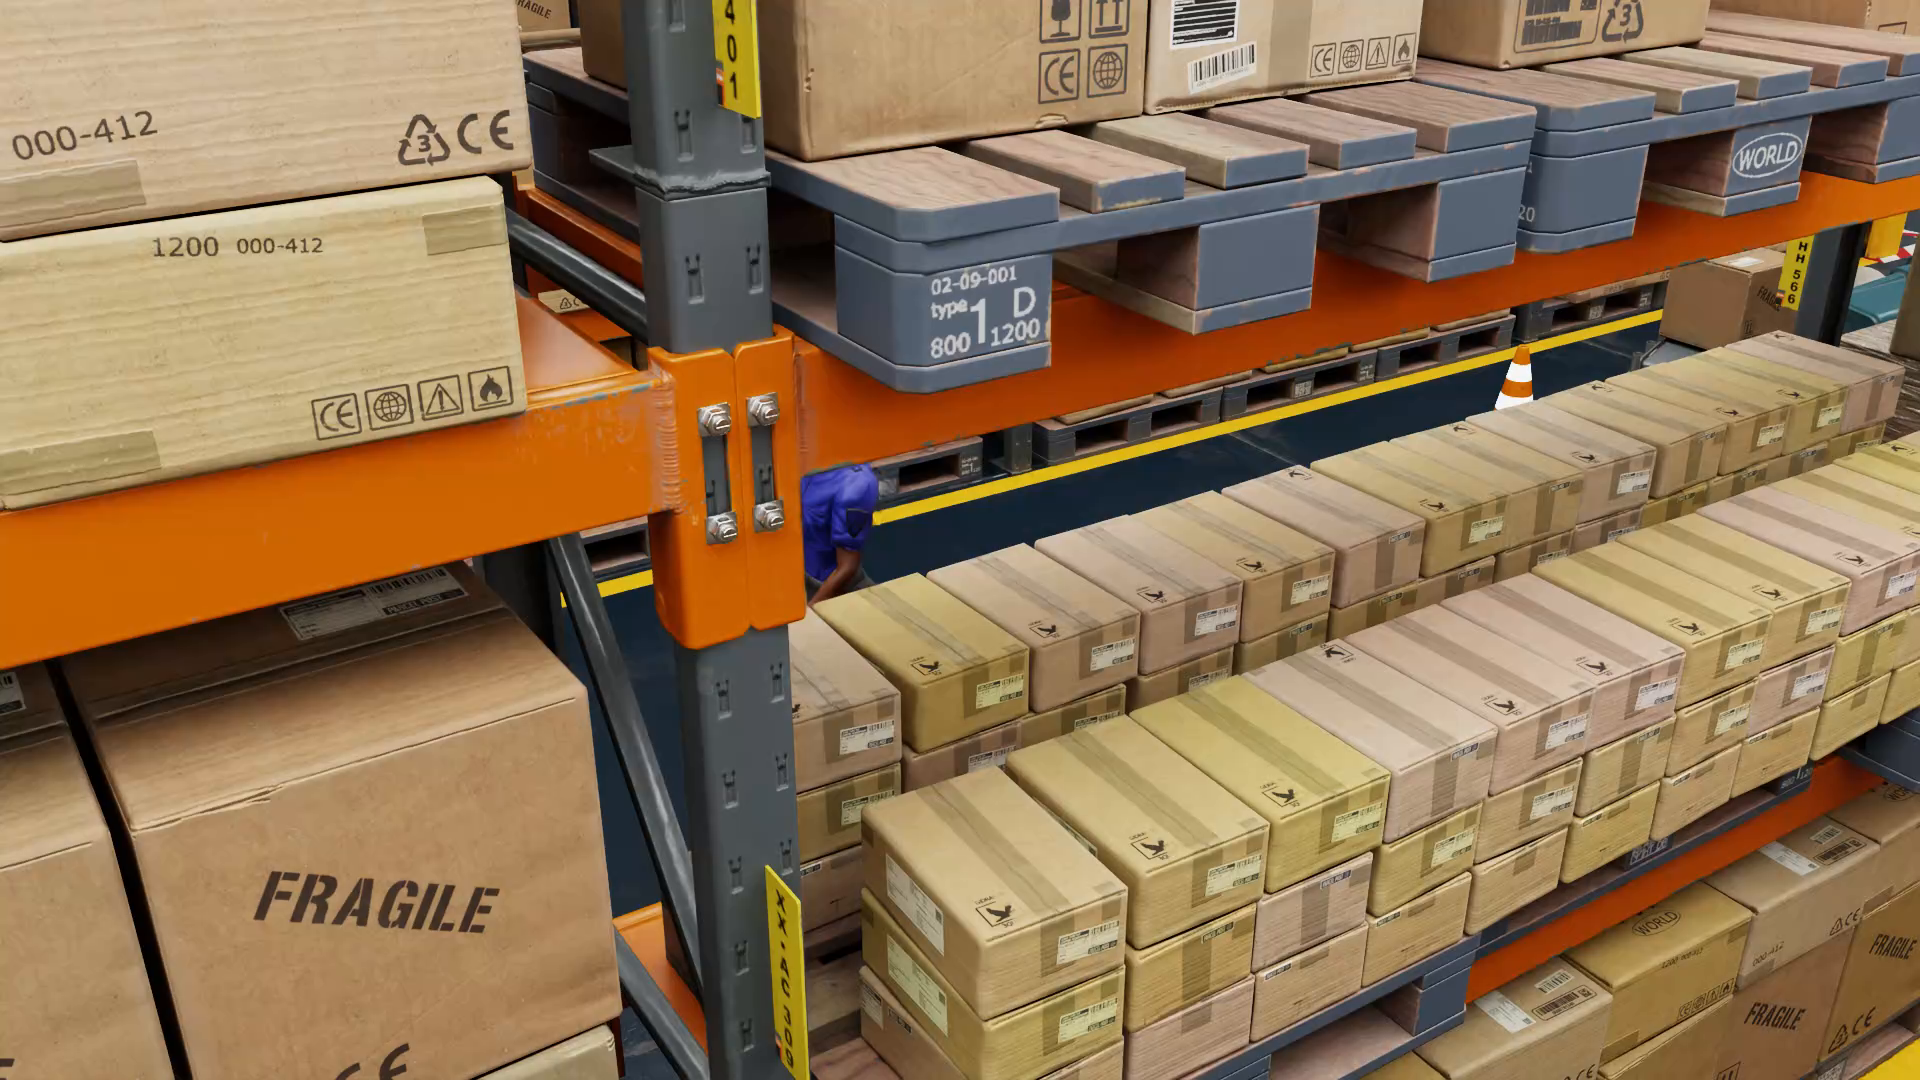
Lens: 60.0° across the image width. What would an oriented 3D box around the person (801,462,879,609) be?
[{"bbox_3d":[-0.490,0.242,5.585,0.571,1.652,0.479,-14,29,-27],"label":"person"}]
